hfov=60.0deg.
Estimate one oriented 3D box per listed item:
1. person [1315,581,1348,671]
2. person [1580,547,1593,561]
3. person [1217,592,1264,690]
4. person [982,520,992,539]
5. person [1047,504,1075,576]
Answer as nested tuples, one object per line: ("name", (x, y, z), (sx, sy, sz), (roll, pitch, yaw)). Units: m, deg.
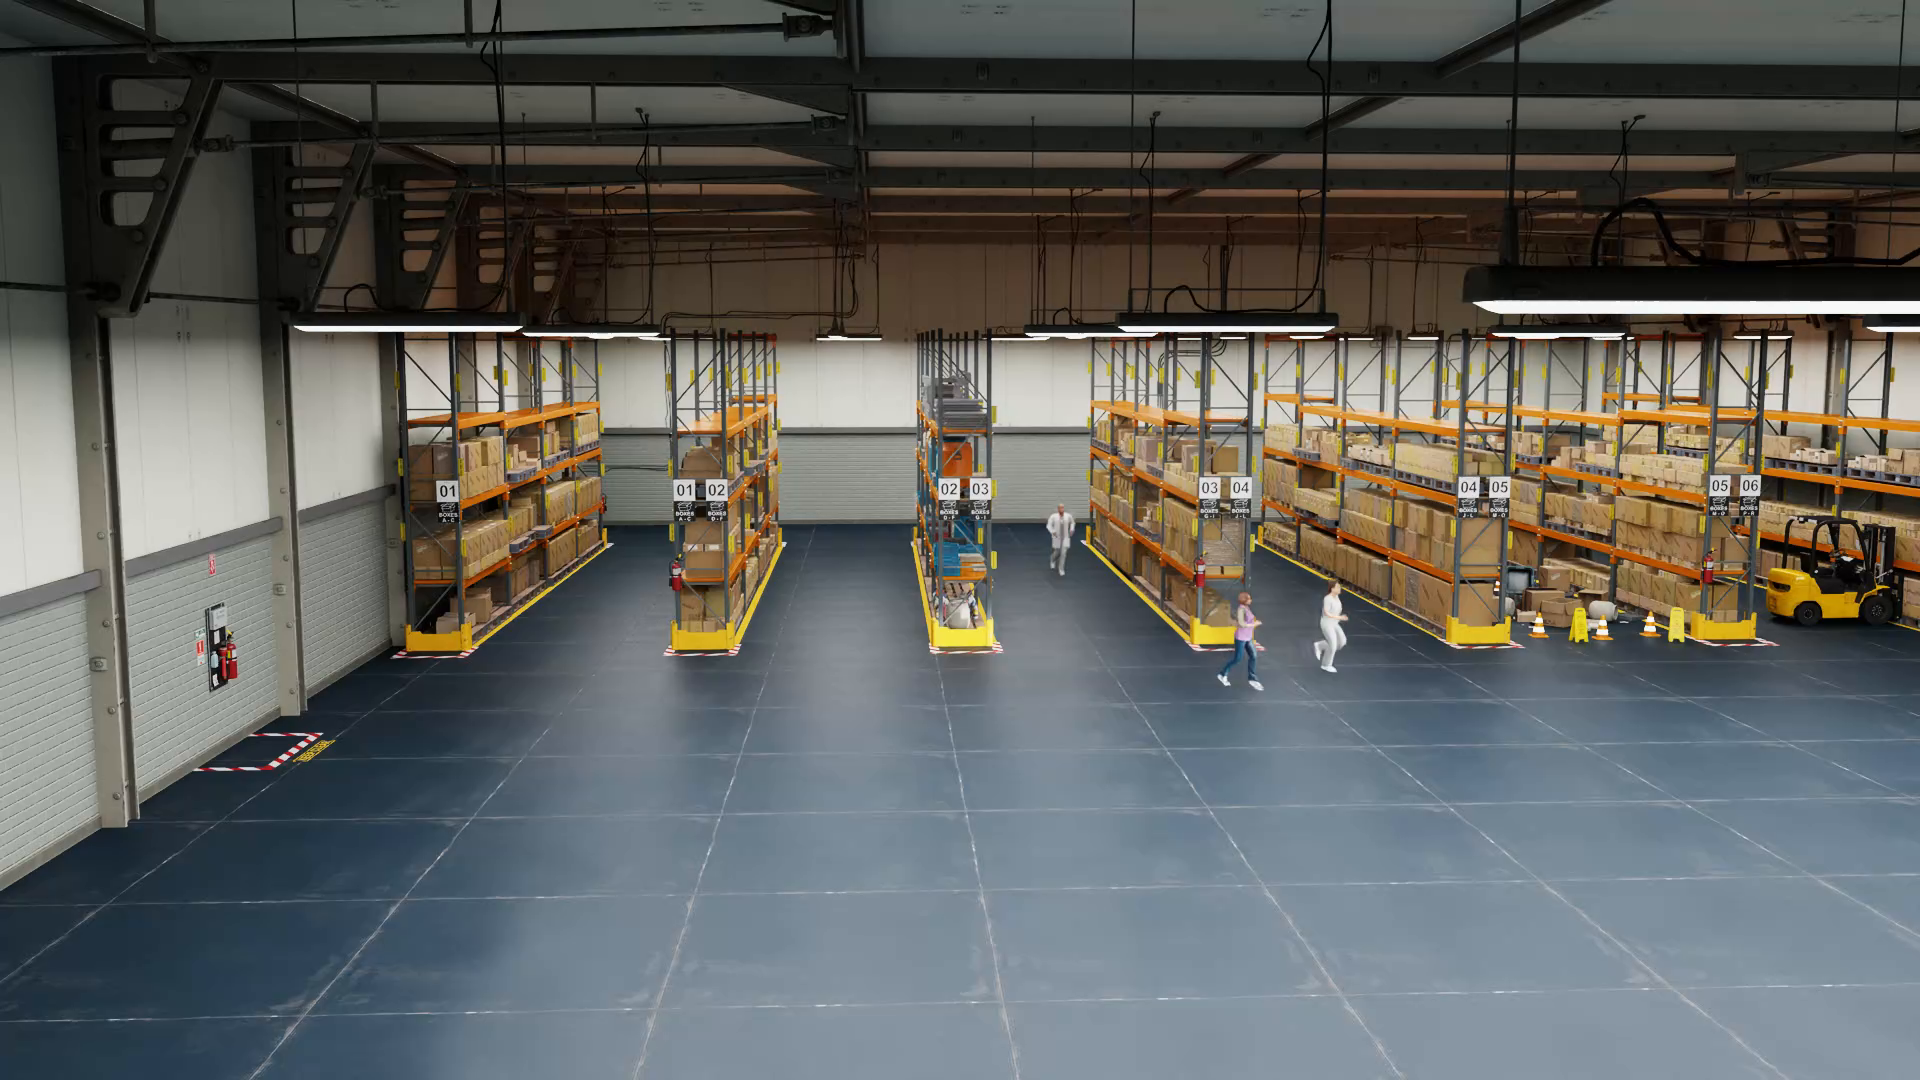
("person", (6.530, 1.503, 29.150), (0.637, 1.621, 0.603), (5, 8, 37))
("person", (15.862, -0.128, 42.211), (0.684, 1.763, 0.765), (0, 7, -1))
("person", (4.665, 1.667, 27.598), (0.778, 1.631, 0.565), (4, 8, 28))
("person", (0.483, -0.864, 48.759), (0.934, 1.715, 0.590), (1, 7, 6))
("person", (2.528, -0.030, 41.572), (0.717, 1.772, 0.843), (0, 7, -4))
